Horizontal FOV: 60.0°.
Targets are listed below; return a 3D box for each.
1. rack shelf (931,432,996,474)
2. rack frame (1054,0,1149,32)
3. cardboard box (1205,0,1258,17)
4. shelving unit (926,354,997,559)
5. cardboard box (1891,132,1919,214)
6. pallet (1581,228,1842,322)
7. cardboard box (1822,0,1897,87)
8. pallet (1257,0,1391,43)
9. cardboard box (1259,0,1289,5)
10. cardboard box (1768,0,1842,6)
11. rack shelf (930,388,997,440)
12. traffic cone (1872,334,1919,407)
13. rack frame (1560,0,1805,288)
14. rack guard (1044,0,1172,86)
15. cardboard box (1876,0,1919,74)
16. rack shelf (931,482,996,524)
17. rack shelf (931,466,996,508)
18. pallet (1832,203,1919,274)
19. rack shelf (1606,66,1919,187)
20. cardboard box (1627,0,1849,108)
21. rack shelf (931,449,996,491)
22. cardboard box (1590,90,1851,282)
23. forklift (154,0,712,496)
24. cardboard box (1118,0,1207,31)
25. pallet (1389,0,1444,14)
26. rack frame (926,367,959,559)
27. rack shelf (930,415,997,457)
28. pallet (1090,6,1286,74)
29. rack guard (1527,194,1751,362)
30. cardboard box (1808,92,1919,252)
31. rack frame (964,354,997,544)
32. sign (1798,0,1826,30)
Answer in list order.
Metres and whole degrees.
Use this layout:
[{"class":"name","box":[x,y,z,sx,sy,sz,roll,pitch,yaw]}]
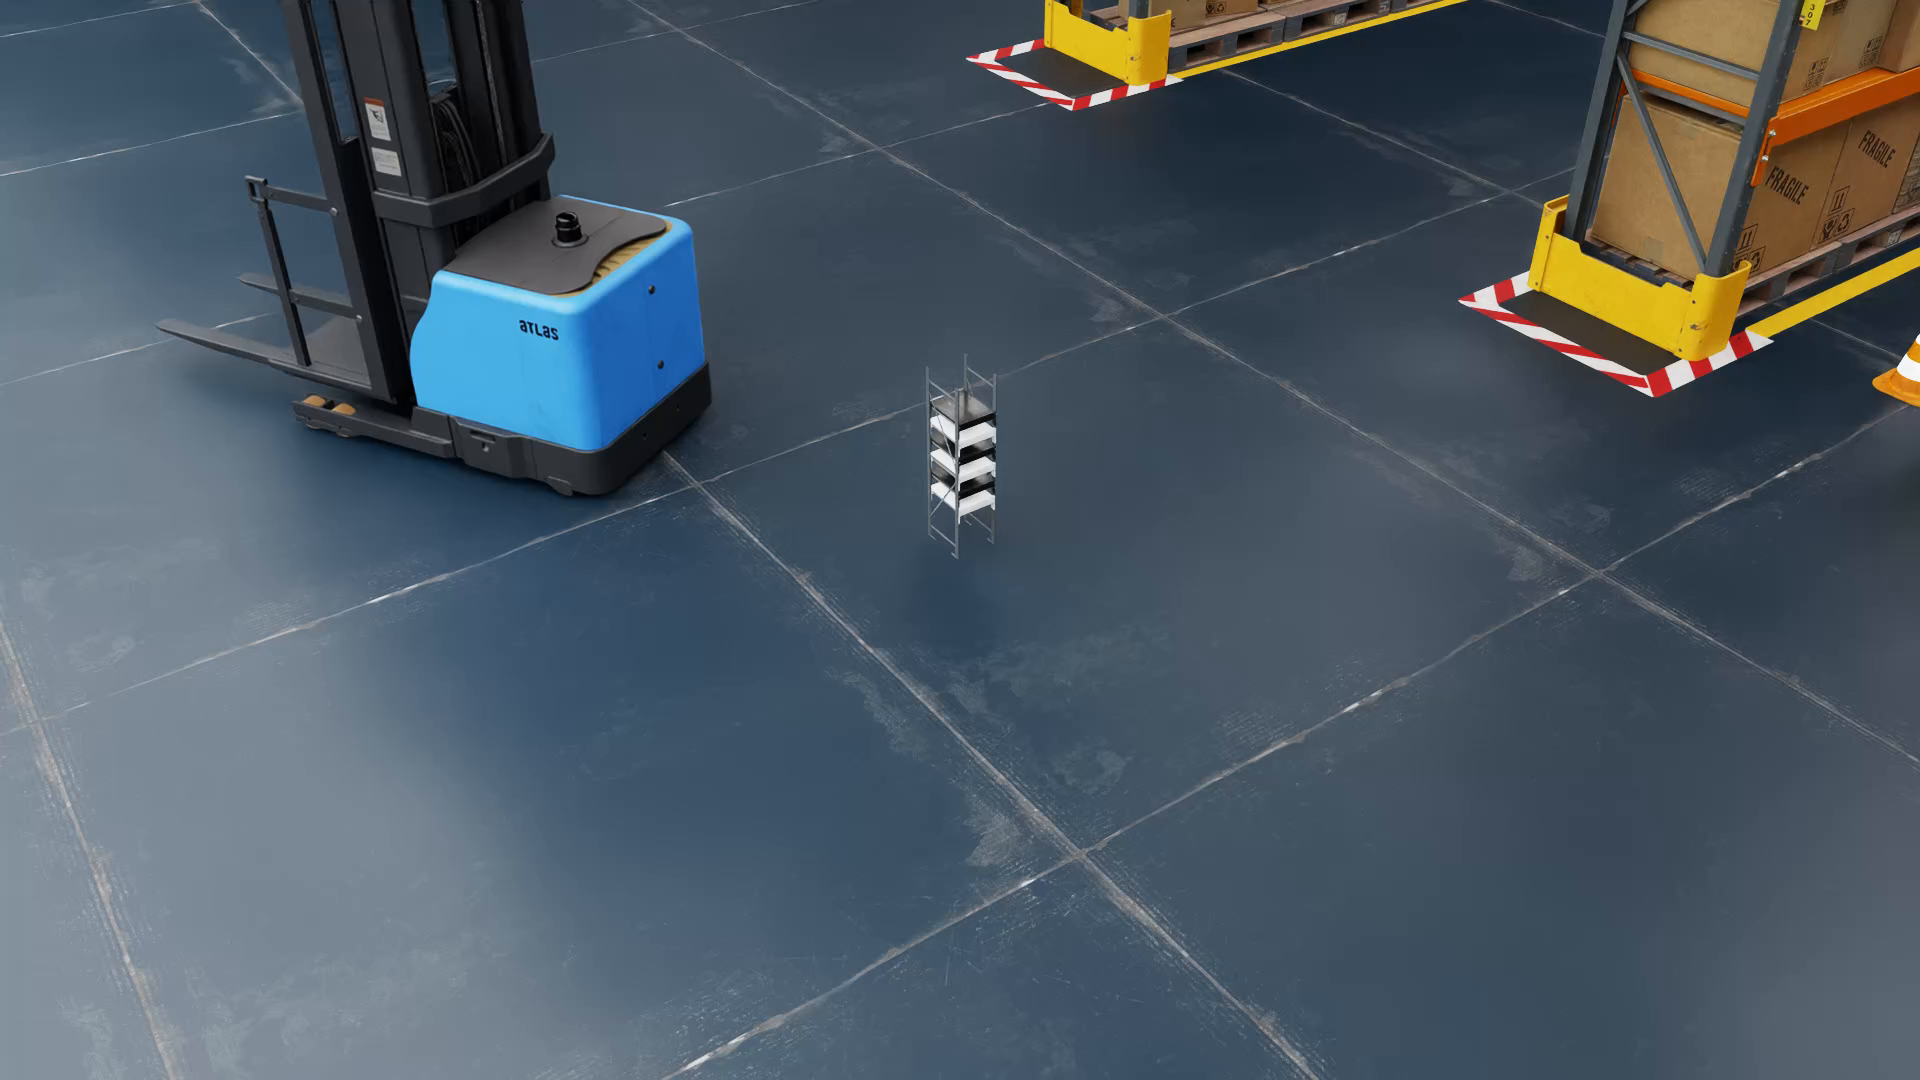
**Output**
[{"class":"rack shelf","box":[0.007,-0.414,7.458,0.200,0.077,0.258,-22,41,-28]},{"class":"rack frame","box":[1.058,-4.926,12.031,0.127,3.000,1.000,-22,41,-28]},{"class":"cardboard box","box":[2.047,-4.501,13.221,0.500,0.500,0.500,-12,37,-16]},{"class":"shelving unit","box":[0.007,-0.368,7.491,0.210,0.900,0.258,-22,41,-28]},{"class":"cardboard box","box":[5.813,-2.695,10.389,0.875,0.875,0.875,-22,41,-28]},{"class":"pallet","box":[4.441,-1.699,9.932,1.213,0.211,1.003,-22,41,-28]},{"class":"cardboard box","box":[4.547,-2.928,9.123,0.550,0.550,0.875,-22,41,-28]},{"class":"pallet","box":[2.801,-4.484,13.804,1.213,0.211,1.003,-22,41,-28]},{"class":"cardboard box","box":[2.570,-4.703,13.501,0.500,0.500,0.500,-18,40,-24]},{"class":"cardboard box","box":[4.158,-3.131,8.481,0.550,0.550,0.875,-22,41,-28]},{"class":"rack shelf","box":[0.007,-0.560,7.353,0.200,0.077,0.258,-22,41,-28]},{"class":"traffic cone","box":[5.085,-0.996,8.739,0.334,0.463,0.336,-22,41,-28]},{"class":"rack frame","box":[3.833,-2.525,8.692,0.127,3.000,1.000,-22,41,-28]},{"class":"rack guard","box":[1.120,-3.937,12.796,0.348,0.500,1.175,-22,41,-28]},{"class":"cardboard box","box":[5.077,-3.056,9.302,0.550,0.550,0.875,-22,41,-28]},{"class":"rack shelf","box":[0.007,-0.195,7.616,0.200,0.077,0.258,-22,41,-28]},{"class":"rack shelf","box":[0.007,-0.268,7.563,0.200,0.077,0.258,-22,41,-28]},{"class":"pallet","box":[5.438,-2.107,10.499,1.213,0.211,1.003,-22,41,-28]},{"class":"rack shelf","box":[5.467,-2.906,9.837,4.000,0.370,1.077,-22,41,-28]},{"class":"cardboard box","box":[4.110,-2.732,8.852,0.550,0.550,0.875,-22,41,-28]},{"class":"rack shelf","box":[0.007,-0.341,7.511,0.200,0.077,0.258,-22,41,-28]},{"class":"cardboard box","box":[4.349,-2.093,9.551,0.875,0.875,0.875,-22,41,-28]},{"class":"forklift","box":[-2.845,-1.976,7.987,3.031,2.935,1.130,15,38,20]},{"class":"cardboard box","box":[1.578,-4.284,12.919,0.500,0.500,0.500,-15,38,-20]},{"class":"pallet","box":[3.799,-4.897,14.378,1.213,0.211,1.003,-22,41,-28]},{"class":"rack frame","box":[-0.076,-0.334,7.443,0.006,0.900,0.240,-22,41,-28]},{"class":"rack shelf","box":[0.007,-0.487,7.405,0.200,0.077,0.258,-22,41,-28]},{"class":"pallet","box":[1.805,-4.076,13.237,1.213,0.211,1.003,-22,41,-28]},{"class":"rack guard","box":[3.813,-1.502,9.410,0.348,0.500,1.175,-22,41,-28]},{"class":"cardboard box","box":[5.067,-2.390,9.963,0.875,0.875,0.875,-23,42,-29]},{"class":"rack frame","box":[0.090,-0.402,7.539,0.006,0.900,0.240,-22,41,-28]},{"class":"sign","box":[4.147,-2.642,8.045,0.005,0.325,0.100,-22,41,-28]}]
